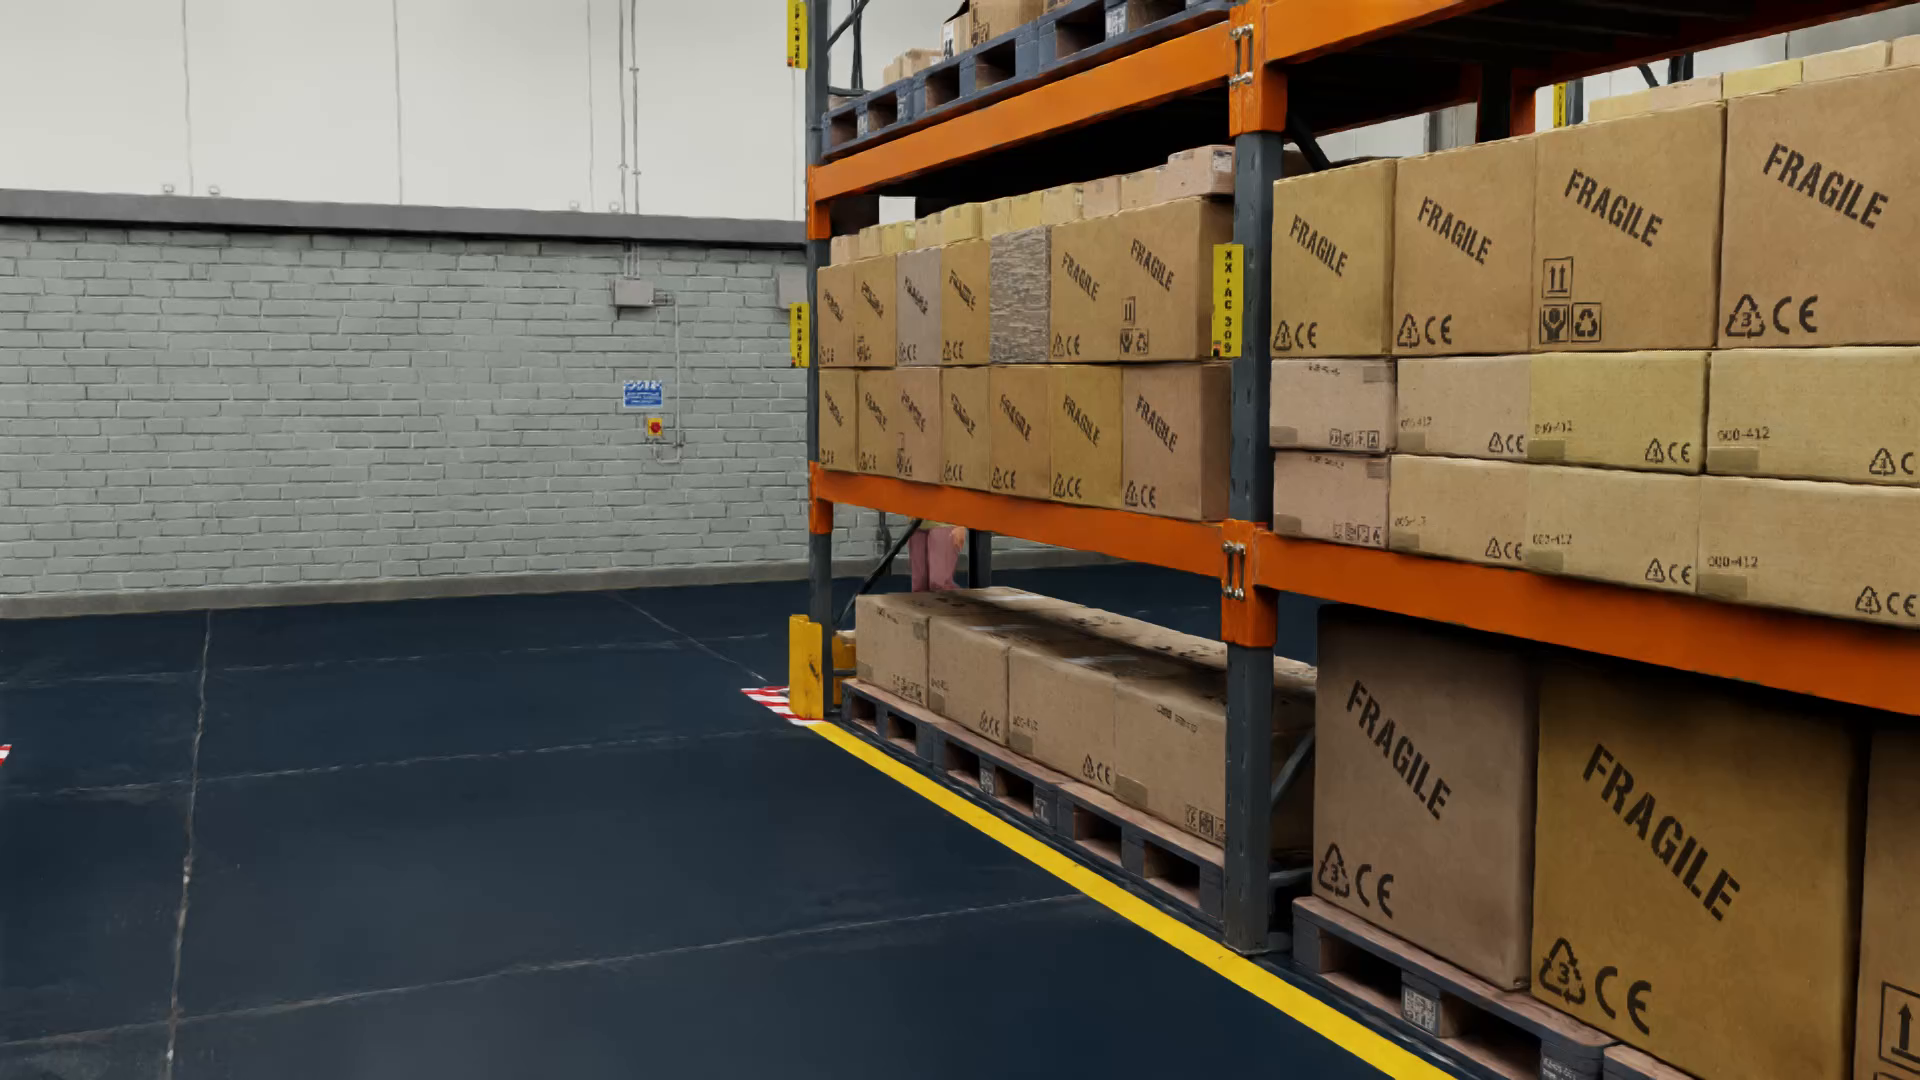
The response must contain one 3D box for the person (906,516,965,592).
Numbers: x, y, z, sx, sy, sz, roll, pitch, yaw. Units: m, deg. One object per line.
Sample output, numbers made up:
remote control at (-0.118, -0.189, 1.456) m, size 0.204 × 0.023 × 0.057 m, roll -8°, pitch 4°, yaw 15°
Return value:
person at (-0.155, 0.077, 10.078) m, size 0.495 × 1.403 × 0.578 m, roll 4°, pitch 7°, yaw 37°
